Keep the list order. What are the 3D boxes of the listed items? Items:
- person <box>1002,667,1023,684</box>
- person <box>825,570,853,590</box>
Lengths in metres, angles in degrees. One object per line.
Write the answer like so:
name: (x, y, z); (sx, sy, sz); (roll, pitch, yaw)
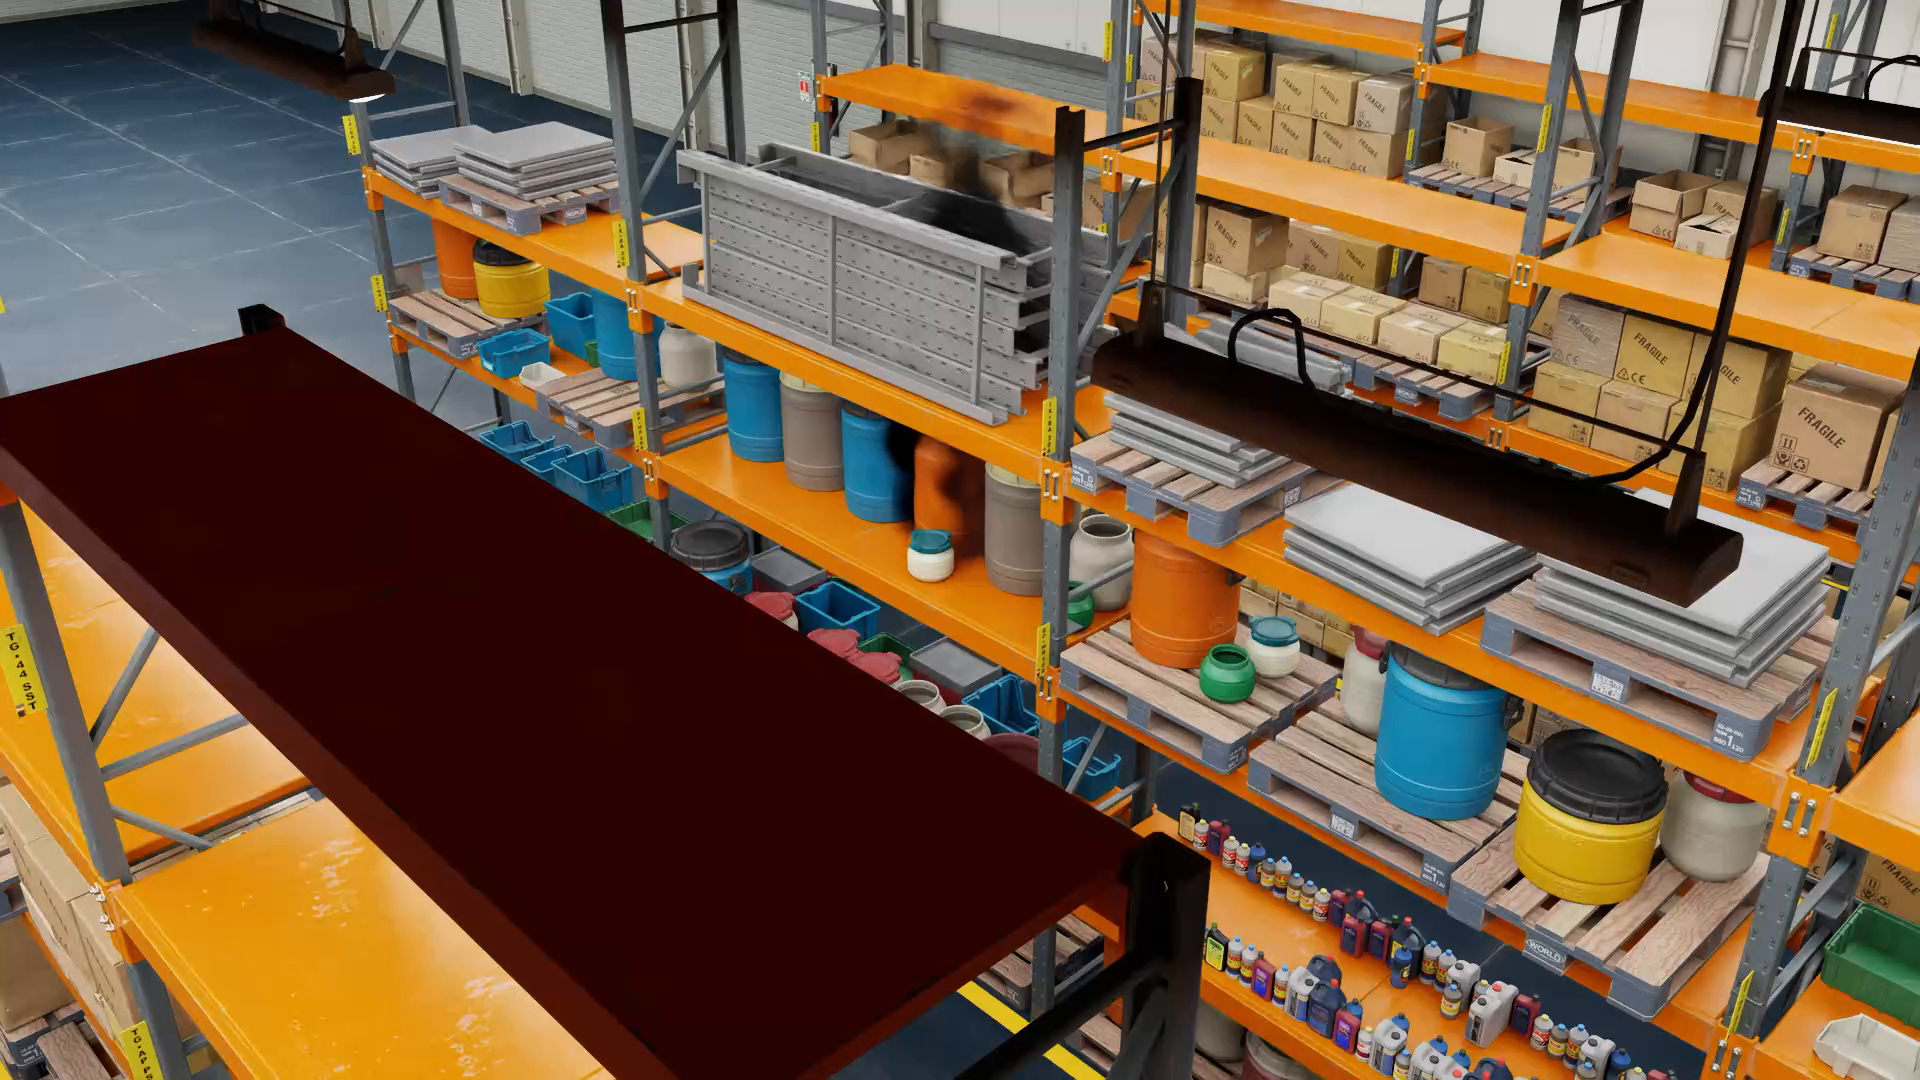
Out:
person: (0.226, 0.724, 13.886); (0.544, 1.574, 0.664); (-25, 37, -38)
person: (-1.023, 0.229, 14.648); (0.735, 1.724, 0.765); (-11, 30, -19)
